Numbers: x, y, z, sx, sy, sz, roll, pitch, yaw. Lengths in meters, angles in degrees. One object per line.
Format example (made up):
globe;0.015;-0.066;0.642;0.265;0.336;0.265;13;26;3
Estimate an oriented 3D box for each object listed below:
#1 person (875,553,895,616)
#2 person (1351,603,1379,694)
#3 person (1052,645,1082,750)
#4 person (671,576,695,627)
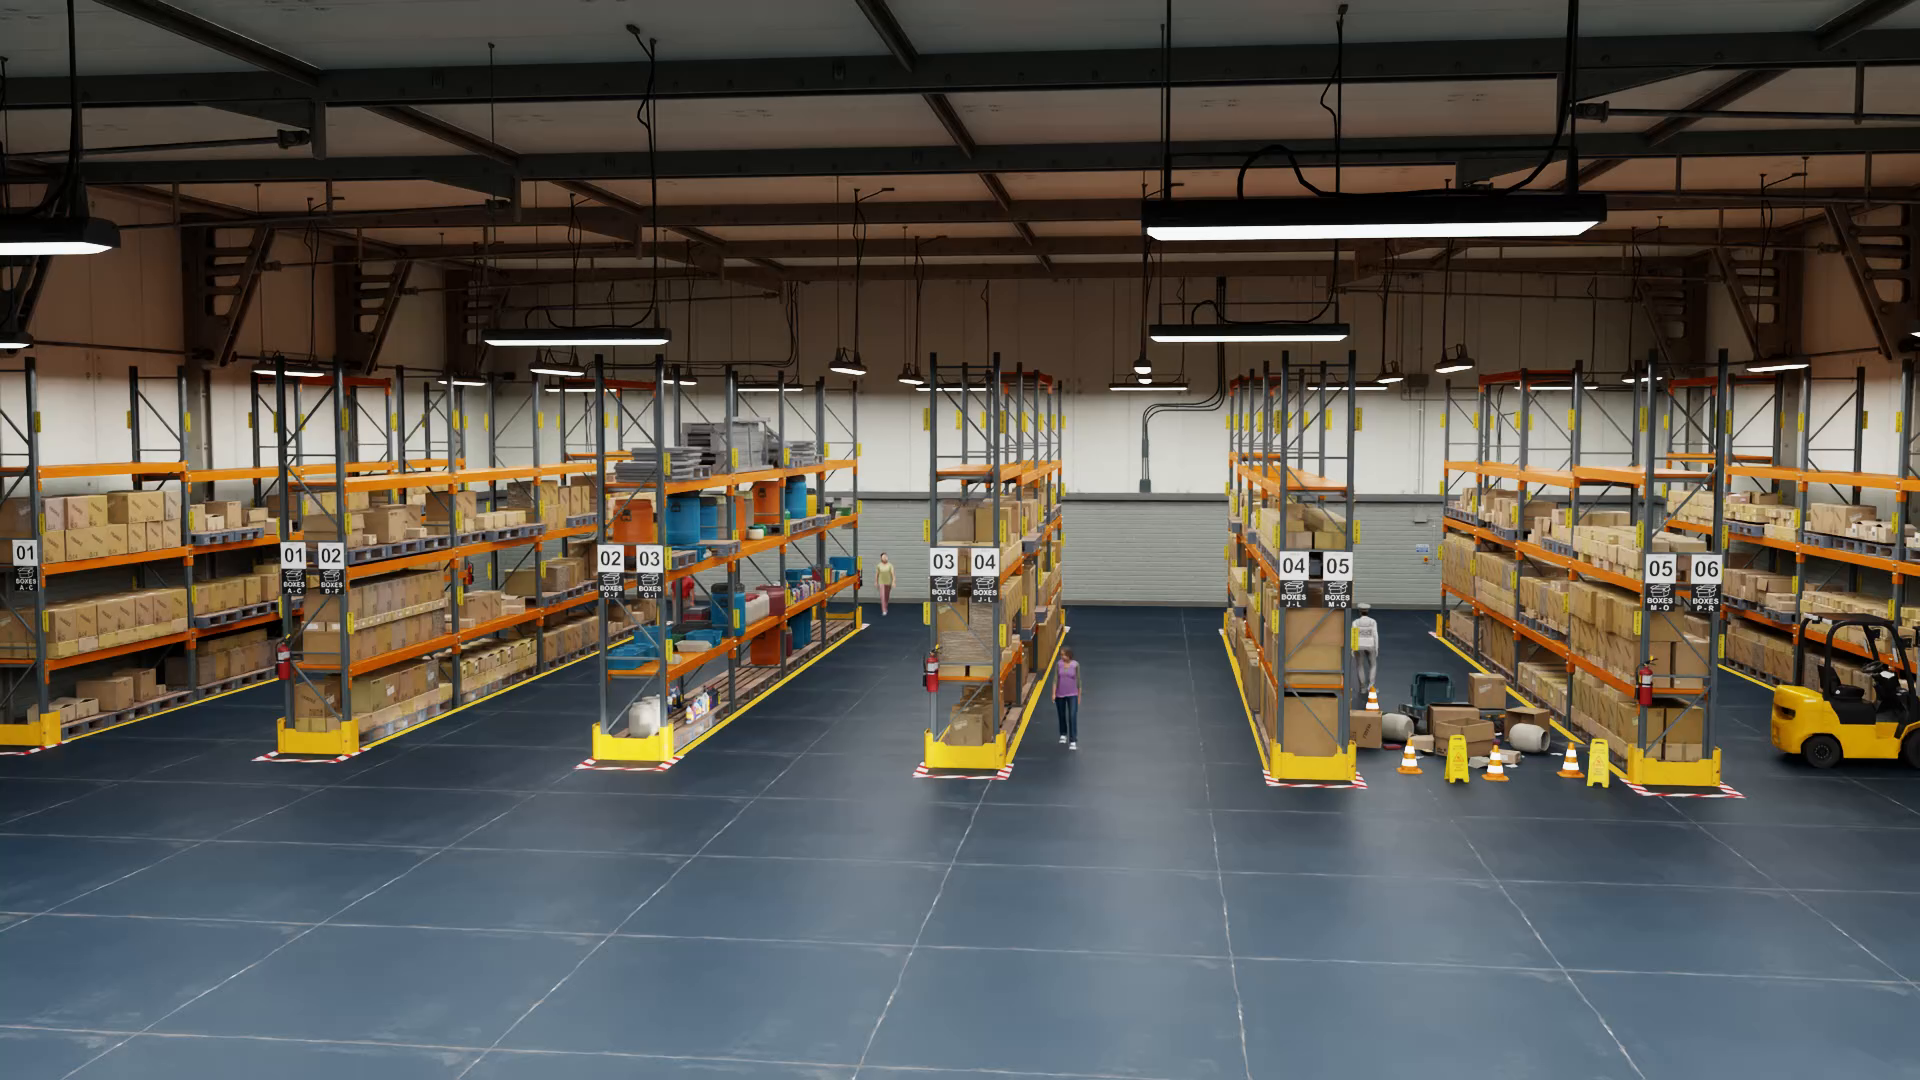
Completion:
person;-1.929;1.137;43.027;0.490;1.599;1.069;-1;4;-12
person;7.449;2.009;30.617;0.512;1.673;0.499;0;4;4
person;1.642;2.403;25.609;0.437;1.555;0.817;1;4;13
person;-6.413;1.426;38.540;0.547;1.674;0.951;0;4;3
